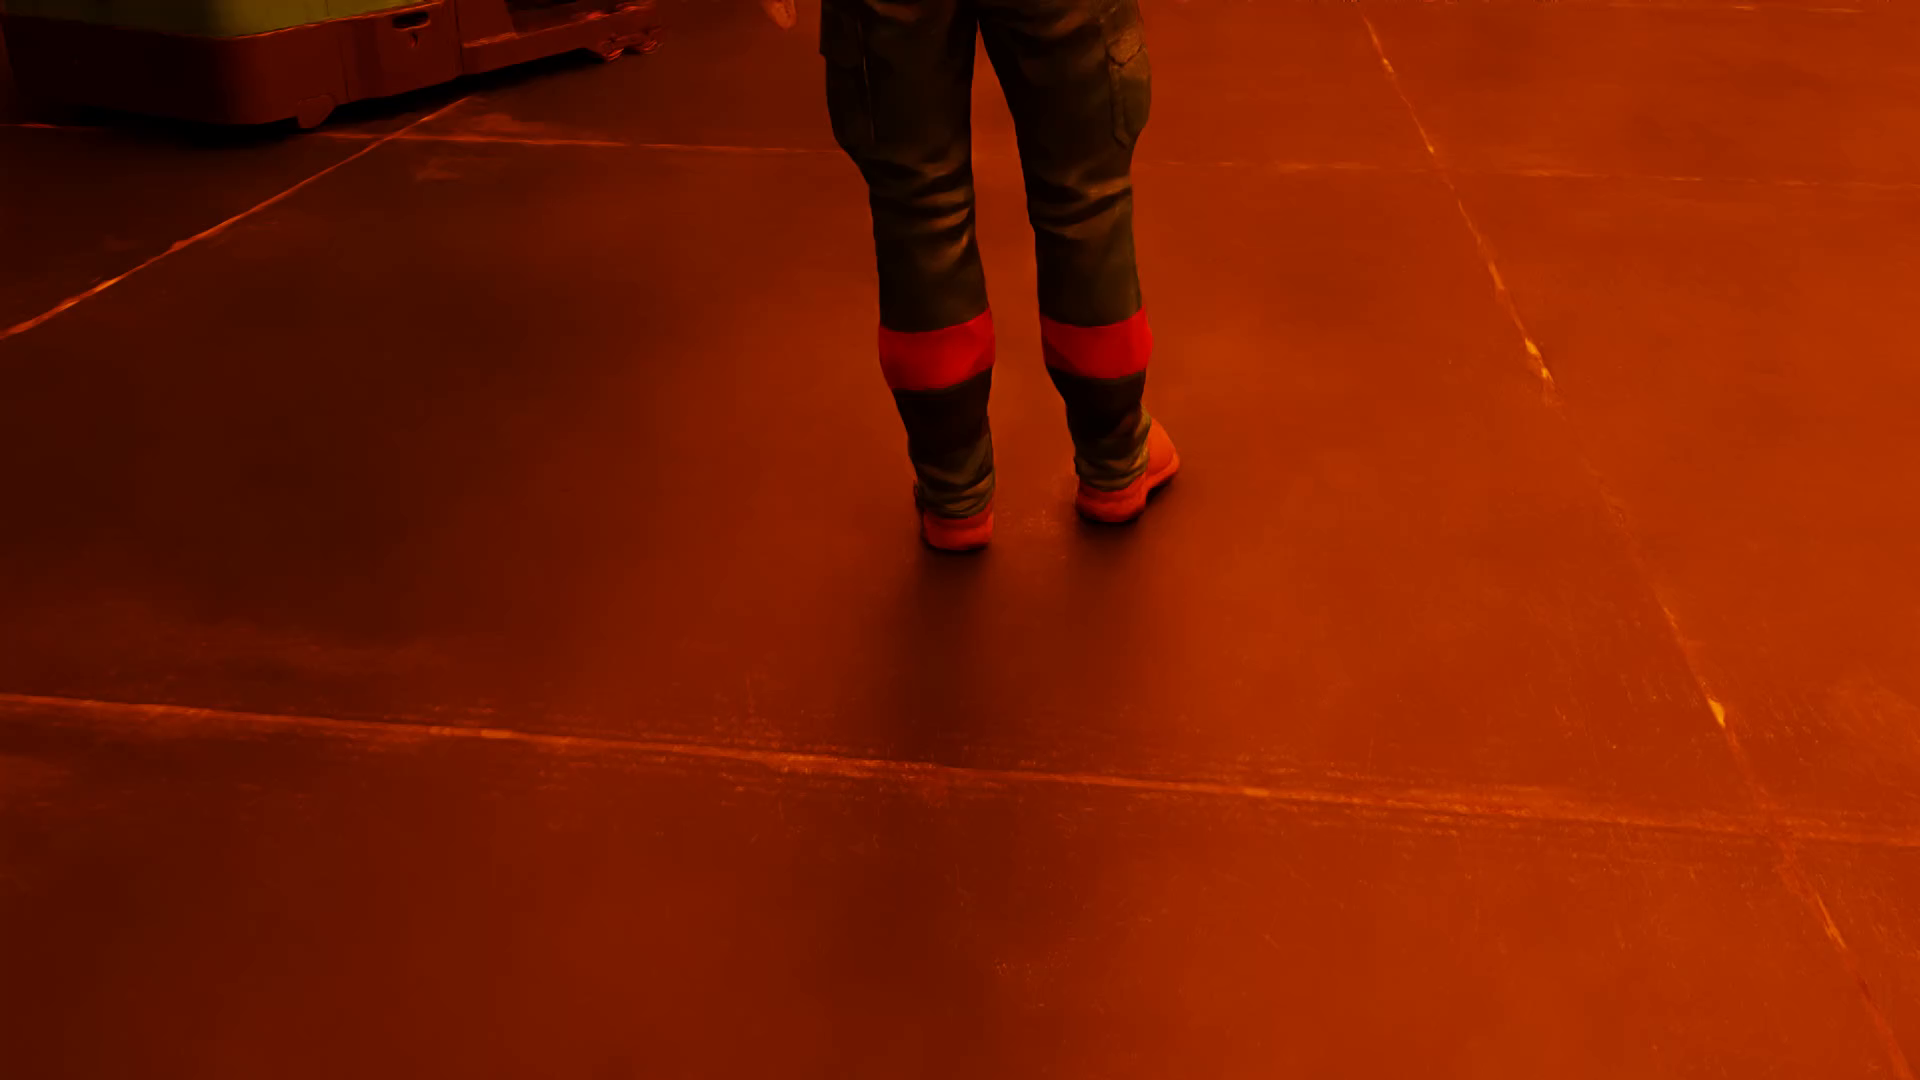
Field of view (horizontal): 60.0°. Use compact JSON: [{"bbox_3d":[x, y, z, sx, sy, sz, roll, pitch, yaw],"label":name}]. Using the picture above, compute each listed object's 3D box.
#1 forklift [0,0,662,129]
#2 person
[{"bbox_3d":[-1.754,-3.102,5.434,1.130,2.935,3.031,13,29,24],"label":"forklift"},{"bbox_3d":[0.022,-0.839,2.169,0.637,1.783,0.563,3,27,7],"label":"person"}]
